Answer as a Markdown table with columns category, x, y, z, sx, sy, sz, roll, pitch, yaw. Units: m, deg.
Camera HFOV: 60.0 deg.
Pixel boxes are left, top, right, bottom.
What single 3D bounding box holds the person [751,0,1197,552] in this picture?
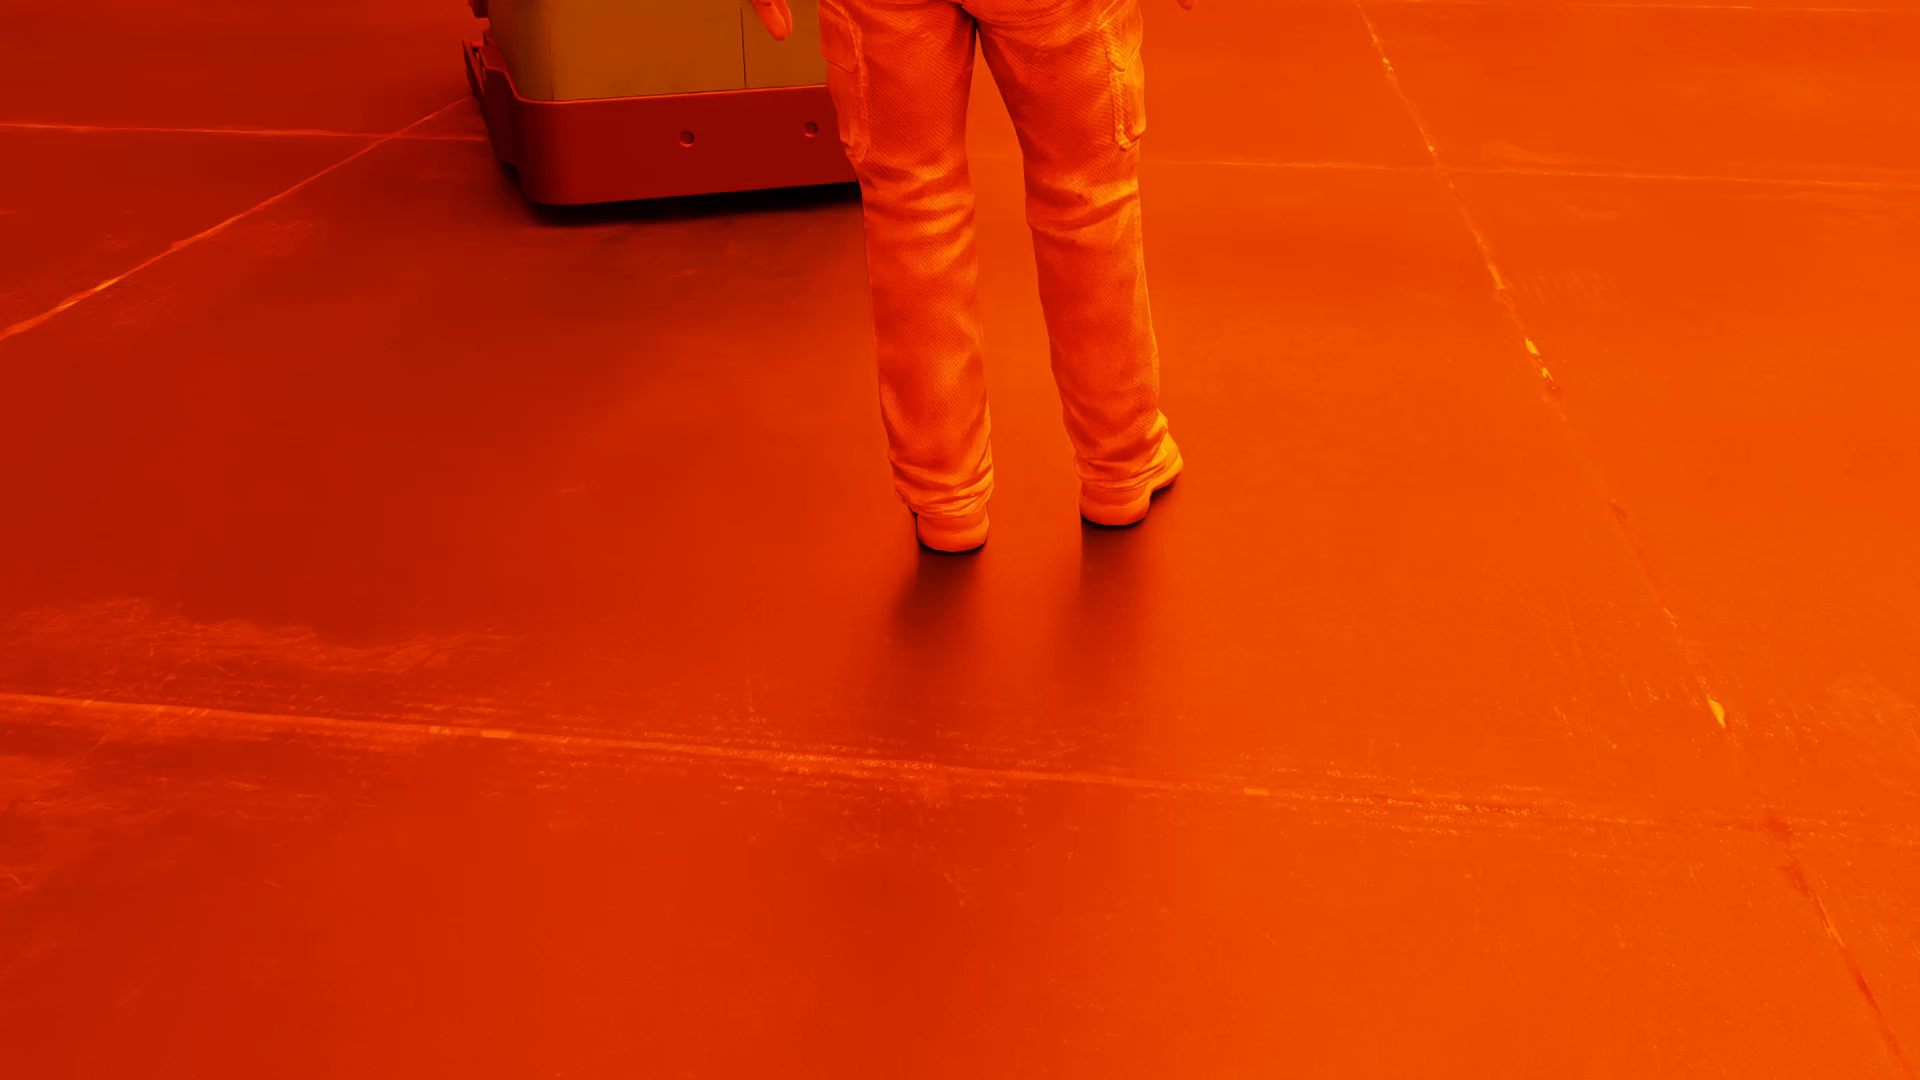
| category | x | y | z | sx | sy | sz | roll | pitch | yaw |
| --- | --- | --- | --- | --- | --- | --- | --- | --- | --- |
| person | 0.018 | -0.836 | 2.161 | 0.656 | 1.782 | 0.577 | 3 | 27 | 7 |

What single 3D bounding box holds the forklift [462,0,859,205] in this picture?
| category | x | y | z | sx | sy | sz | roll | pitch | yaw |
| --- | --- | --- | --- | --- | --- | --- | --- | --- | --- |
| forklift | -0.984 | -2.737 | 4.704 | 1.130 | 2.935 | 3.031 | -8 | 28 | -16 |
